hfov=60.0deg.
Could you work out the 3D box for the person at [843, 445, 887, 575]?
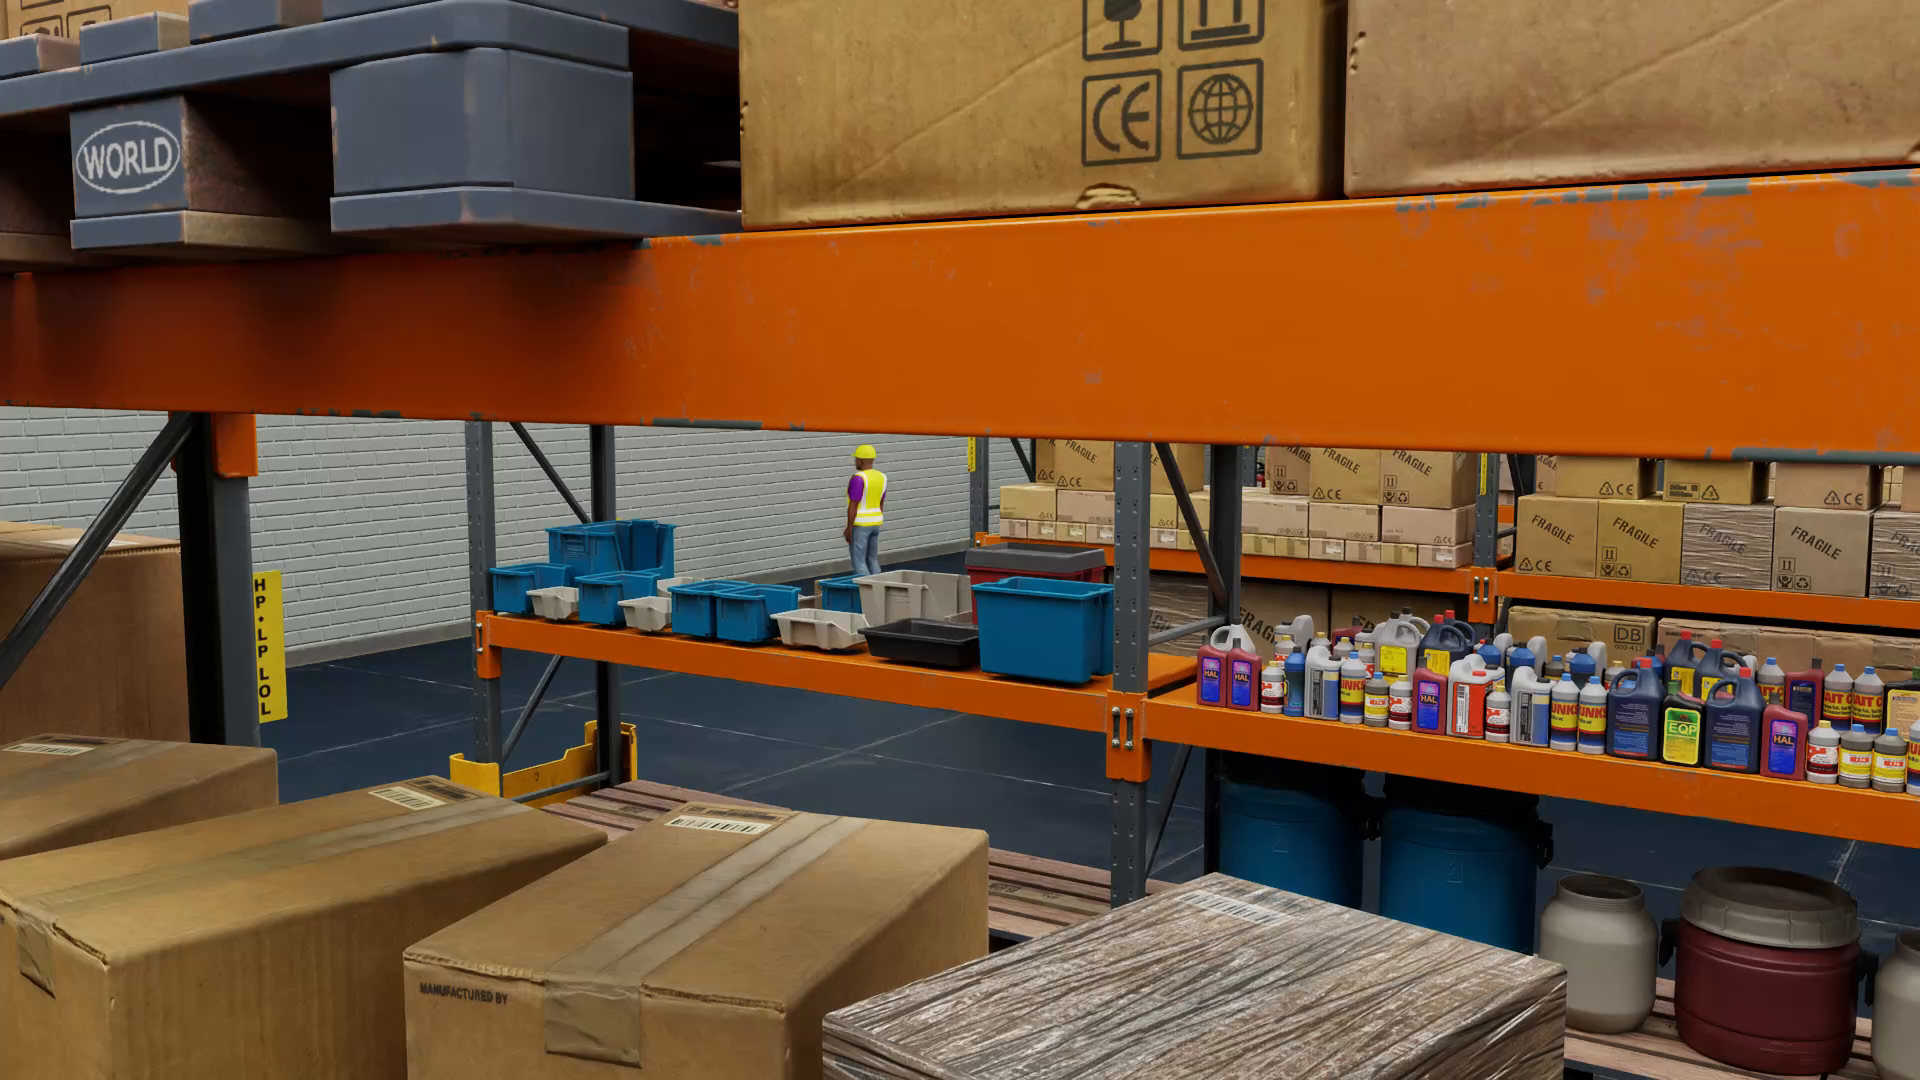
[{"bbox_3d":[-1.044,-0.144,18.066,0.365,1.777,0.564,4,8,35],"label":"person"}]
